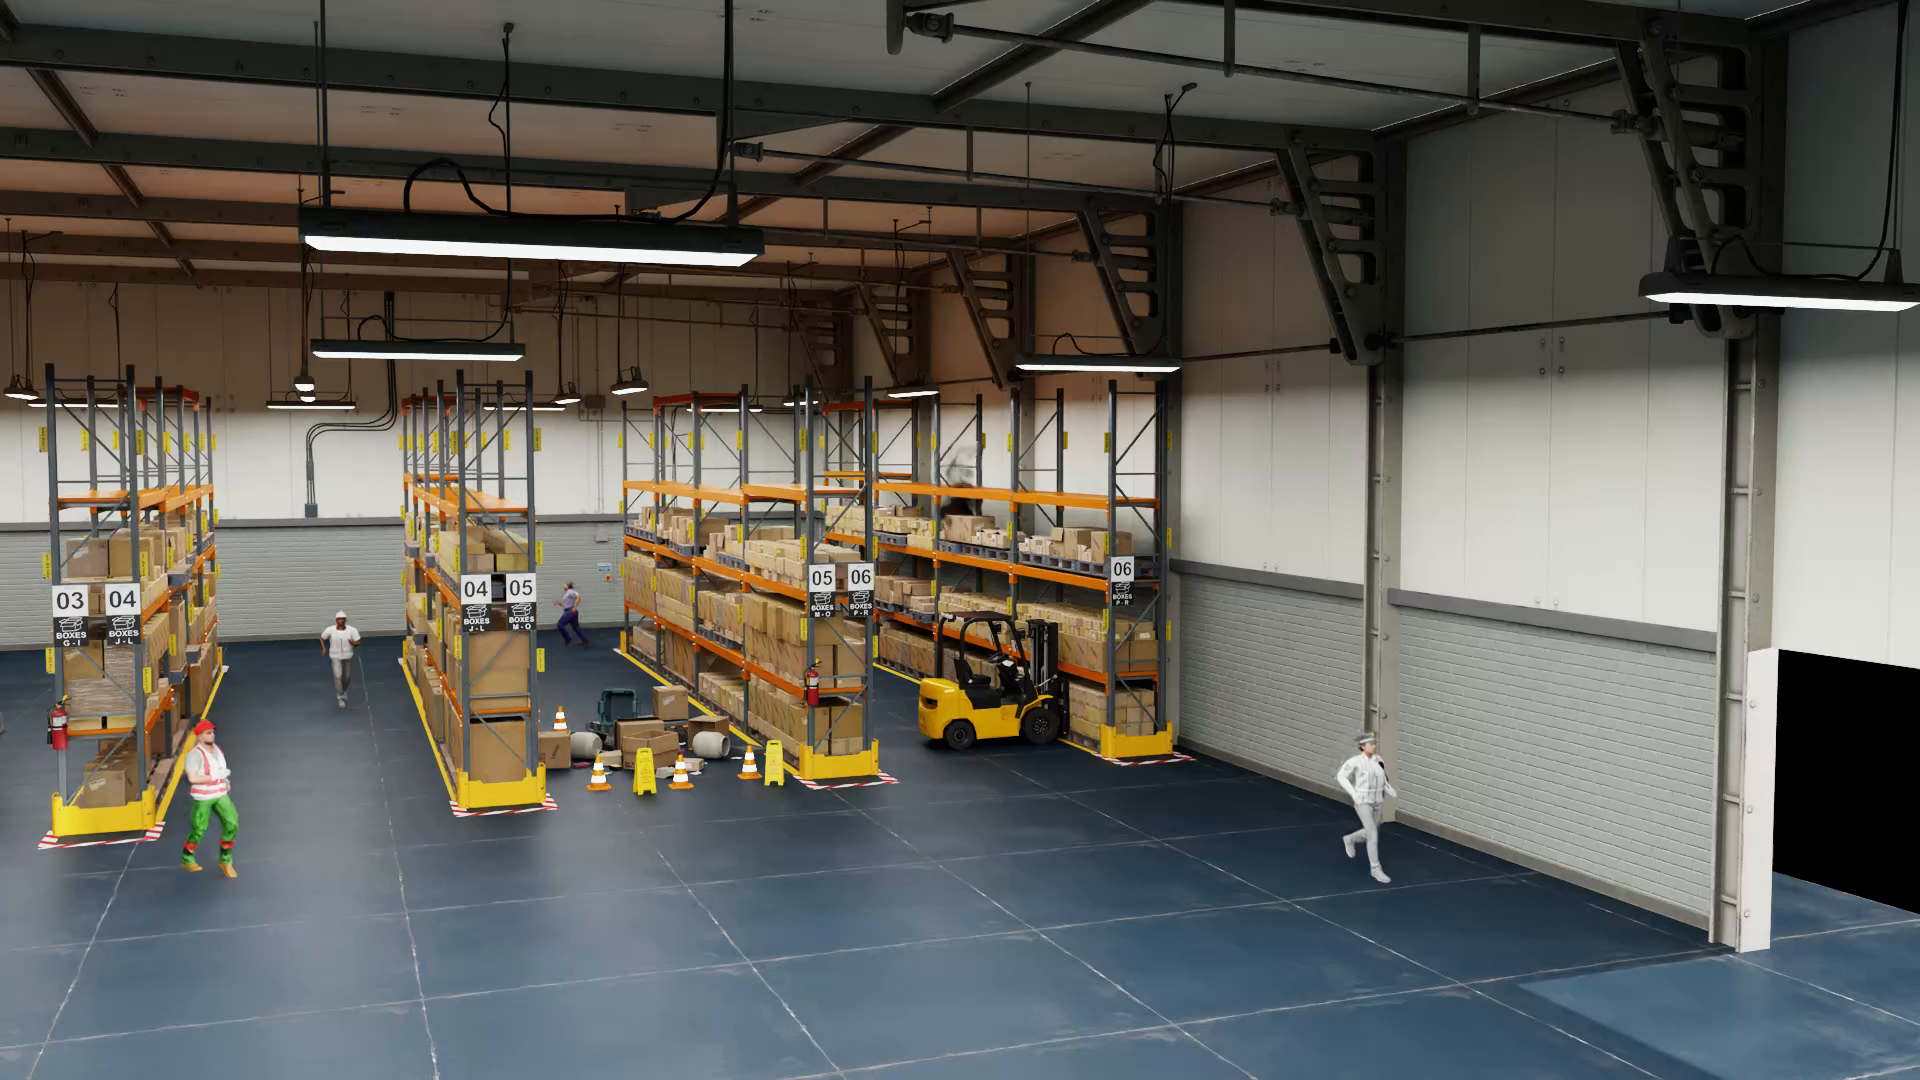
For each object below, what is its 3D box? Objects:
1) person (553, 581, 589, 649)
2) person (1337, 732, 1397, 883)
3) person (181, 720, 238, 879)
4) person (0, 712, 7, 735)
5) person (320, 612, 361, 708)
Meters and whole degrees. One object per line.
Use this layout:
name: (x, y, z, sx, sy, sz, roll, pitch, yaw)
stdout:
person: (-9.460, 1.823, 40.458, 0.850, 1.657, 0.615, -1, 3, -13)
person: (4.694, 3.048, 19.265, 0.618, 1.696, 0.842, -2, 4, -28)
person: (-8.621, 2.989, 19.111, 0.774, 1.845, 0.643, 2, 4, 25)
person: (-12.977, 2.845, 22.029, 0.627, 1.771, 0.869, -2, 4, -29)
person: (-11.758, 2.241, 31.626, 0.694, 1.767, 0.969, -2, 4, -29)
